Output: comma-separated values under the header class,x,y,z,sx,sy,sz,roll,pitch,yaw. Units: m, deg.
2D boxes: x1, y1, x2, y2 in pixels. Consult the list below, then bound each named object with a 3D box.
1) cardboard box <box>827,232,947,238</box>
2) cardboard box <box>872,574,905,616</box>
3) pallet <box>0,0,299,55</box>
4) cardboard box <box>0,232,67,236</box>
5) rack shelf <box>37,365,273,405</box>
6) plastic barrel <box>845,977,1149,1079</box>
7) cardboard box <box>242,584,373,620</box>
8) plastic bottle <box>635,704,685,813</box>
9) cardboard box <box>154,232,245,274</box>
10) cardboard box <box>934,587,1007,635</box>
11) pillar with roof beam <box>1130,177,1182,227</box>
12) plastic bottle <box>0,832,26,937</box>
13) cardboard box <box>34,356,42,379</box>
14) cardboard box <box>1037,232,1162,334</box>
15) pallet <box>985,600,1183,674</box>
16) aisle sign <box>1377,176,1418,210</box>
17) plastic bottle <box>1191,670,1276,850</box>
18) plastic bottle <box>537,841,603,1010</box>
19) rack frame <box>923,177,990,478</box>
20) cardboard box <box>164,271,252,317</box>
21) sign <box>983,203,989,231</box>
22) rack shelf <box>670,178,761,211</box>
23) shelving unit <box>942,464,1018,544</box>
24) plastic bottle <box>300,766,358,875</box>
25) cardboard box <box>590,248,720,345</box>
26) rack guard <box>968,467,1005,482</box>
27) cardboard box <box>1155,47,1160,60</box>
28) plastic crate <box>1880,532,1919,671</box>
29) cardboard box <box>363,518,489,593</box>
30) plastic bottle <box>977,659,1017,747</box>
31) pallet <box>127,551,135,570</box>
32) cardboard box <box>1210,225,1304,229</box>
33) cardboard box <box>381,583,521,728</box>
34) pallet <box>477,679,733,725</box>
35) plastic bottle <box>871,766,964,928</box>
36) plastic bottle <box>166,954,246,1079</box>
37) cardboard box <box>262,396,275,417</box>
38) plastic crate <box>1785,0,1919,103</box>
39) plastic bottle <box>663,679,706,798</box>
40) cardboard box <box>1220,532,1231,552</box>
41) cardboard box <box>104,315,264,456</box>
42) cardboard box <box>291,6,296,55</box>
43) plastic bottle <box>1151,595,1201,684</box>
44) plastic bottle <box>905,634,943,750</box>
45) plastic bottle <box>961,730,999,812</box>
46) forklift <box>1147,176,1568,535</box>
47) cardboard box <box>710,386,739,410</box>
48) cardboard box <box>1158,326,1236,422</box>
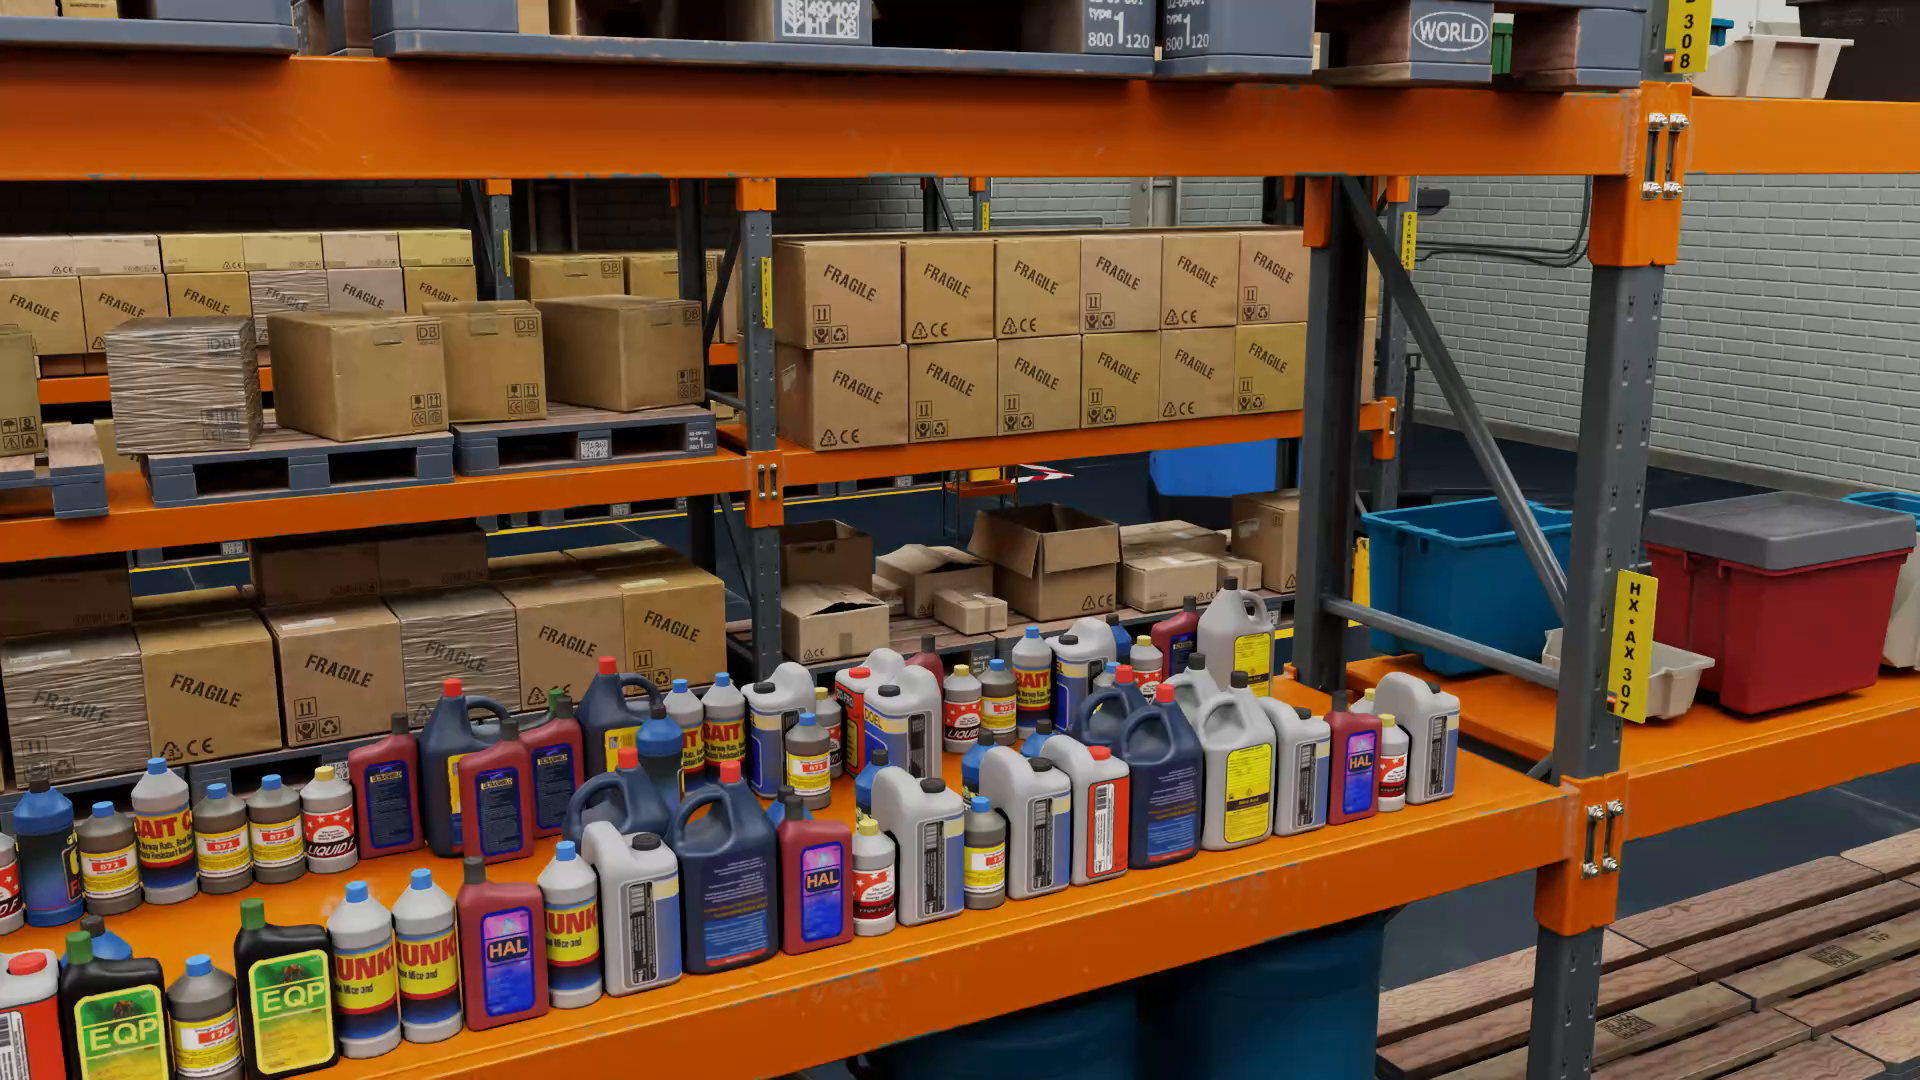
class,x,y,z,sx,sy,sz,roll,pitch,yaw
cardboard box,-0.403,-1.389,8.943,0.500,0.500,0.500,-7,15,-29
cardboard box,-0.506,0.316,9.365,0.250,0.149,0.380,-7,14,-28
pallet,-1.593,-0.752,2.216,1.213,0.211,1.003,-7,14,-28
cardboard box,-6.328,-1.949,11.279,0.500,0.250,0.500,-7,15,-30
rack shelf,-5.303,-1.088,11.748,4.000,0.370,1.077,-7,14,-28
plastic barrel,0.092,1.208,3.734,0.708,0.901,0.600,-7,14,-28
cardboard box,-3.061,0.477,7.851,0.500,0.500,0.500,-7,15,-30
plastic bottle,-0.623,0.475,3.458,0.097,0.271,0.097,0,13,0
cardboard box,-5.183,-1.961,11.331,0.500,0.250,0.500,-7,15,-29
cardboard box,0.056,0.378,9.051,0.250,0.166,0.380,-7,14,-28
pillar with roof beam,3.981,-4.618,12.132,0.400,9.000,9.100,-7,14,-28
plastic bottle,-1.763,0.610,3.019,0.097,0.201,0.097,0,13,0
cardboard box,-6.159,-1.142,10.877,0.250,0.149,0.380,-6,14,-26
cardboard box,0.735,-1.389,8.946,0.500,0.500,0.500,-6,14,-26
pallet,0.505,0.465,9.565,1.213,0.211,1.003,-7,14,-28
aisle sign,2.547,-2.332,9.718,0.004,0.787,0.394,-7,14,-28
plastic bottle,0.549,0.444,3.416,0.185,0.351,0.144,-7,14,-28
plastic bottle,-0.648,0.632,2.761,0.097,0.271,0.097,0,13,0
rack frame,-0.037,-2.070,14.474,0.127,3.000,1.000,-7,14,-28
cardboard box,-5.156,-1.595,11.414,0.500,0.500,0.500,-6,14,-26
sign,0.211,-2.644,13.850,0.005,0.325,0.100,-7,14,-28
rack shelf,-2.926,-1.597,7.179,4.000,0.370,1.077,-7,14,-28
shelving unit,0.145,-0.603,12.055,0.503,1.200,0.258,-7,14,-28
plastic bottle,-1.250,0.549,3.292,0.097,0.201,0.097,0,13,0
cardboard box,-2.420,-1.925,13.147,0.700,0.700,0.980,-7,15,-29
rack guard,-0.016,-0.853,14.760,0.348,0.500,1.175,-7,14,-28
cardboard box,0.696,-2.488,8.704,0.500,0.250,0.500,-7,14,-28
plastic crate,2.628,0.164,4.683,0.530,0.282,0.437,-7,14,-28
cardboard box,-2.590,0.053,8.023,0.500,0.250,0.500,-7,14,-28
plastic bottle,0.089,0.388,4.005,0.097,0.201,0.097,0,13,0
pallet,-6.330,0.064,11.345,1.213,0.211,1.003,-7,14,-28
cardboard box,1.824,-1.656,10.132,0.500,0.500,0.500,-6,14,-26
cardboard box,-2.345,0.520,7.656,0.500,0.500,0.500,-7,14,-27
pallet,-1.867,0.759,8.258,1.213,0.211,1.003,-7,14,-28
plastic bottle,-0.077,0.555,3.095,0.135,0.276,0.152,-7,14,-28
plastic bottle,-1.139,0.725,2.508,0.097,0.201,0.097,0,13,0
cardboard box,-4.835,-0.618,11.961,0.750,0.750,0.750,-6,14,-26
plastic crate,2.421,-1.217,4.152,0.590,0.269,0.497,-7,14,-28
plastic bottle,-0.606,0.437,3.627,0.097,0.271,0.097,0,13,0
cardboard box,1.588,0.056,10.478,0.250,0.166,0.380,-7,14,-28
cardboard box,-3.289,-0.675,7.092,0.500,0.500,0.700,-4,13,-17
cardboard box,-2.818,-2.281,7.168,0.600,0.600,0.600,-7,15,-30
plastic bottle,0.556,0.288,4.265,0.133,0.283,0.061,-7,14,-28
plastic bottle,-0.107,0.367,3.912,0.133,0.283,0.061,-7,14,-28
plastic bottle,0.051,0.510,3.302,0.097,0.271,0.097,0,13,0
forklift,2.975,-1.552,12.331,3.031,2.935,1.130,0,13,2
cardboard box,-1.924,-1.170,13.736,0.250,0.149,0.380,-7,15,-29
cardboard box,1.183,-0.958,9.306,0.500,0.500,0.500,-7,14,-27
